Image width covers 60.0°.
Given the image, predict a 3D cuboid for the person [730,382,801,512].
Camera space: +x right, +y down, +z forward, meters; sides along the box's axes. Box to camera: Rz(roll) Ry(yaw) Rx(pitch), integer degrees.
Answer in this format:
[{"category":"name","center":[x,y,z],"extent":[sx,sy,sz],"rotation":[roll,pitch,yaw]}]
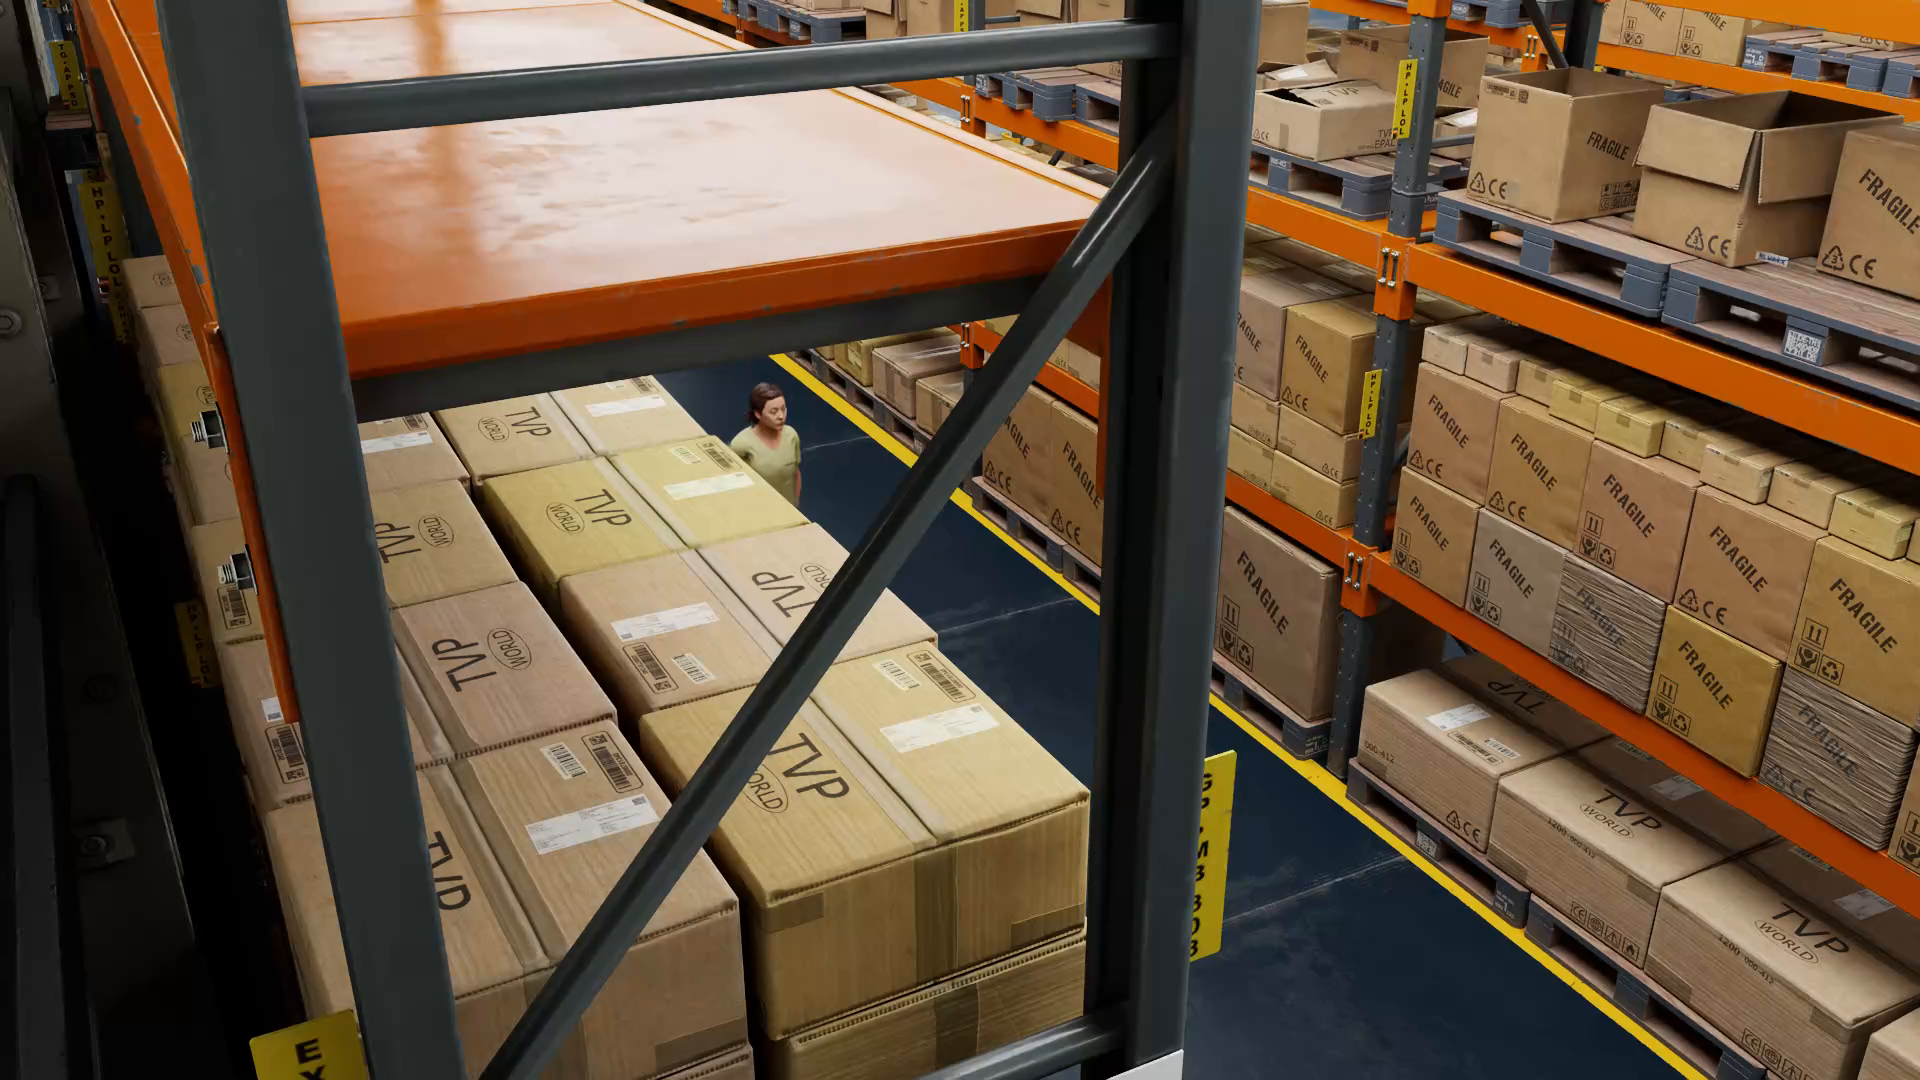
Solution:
[{"category":"person","center":[-1.118,-0.119,9.320],"extent":[0.490,1.661,0.732],"rotation":[-14,29,-27]}]
